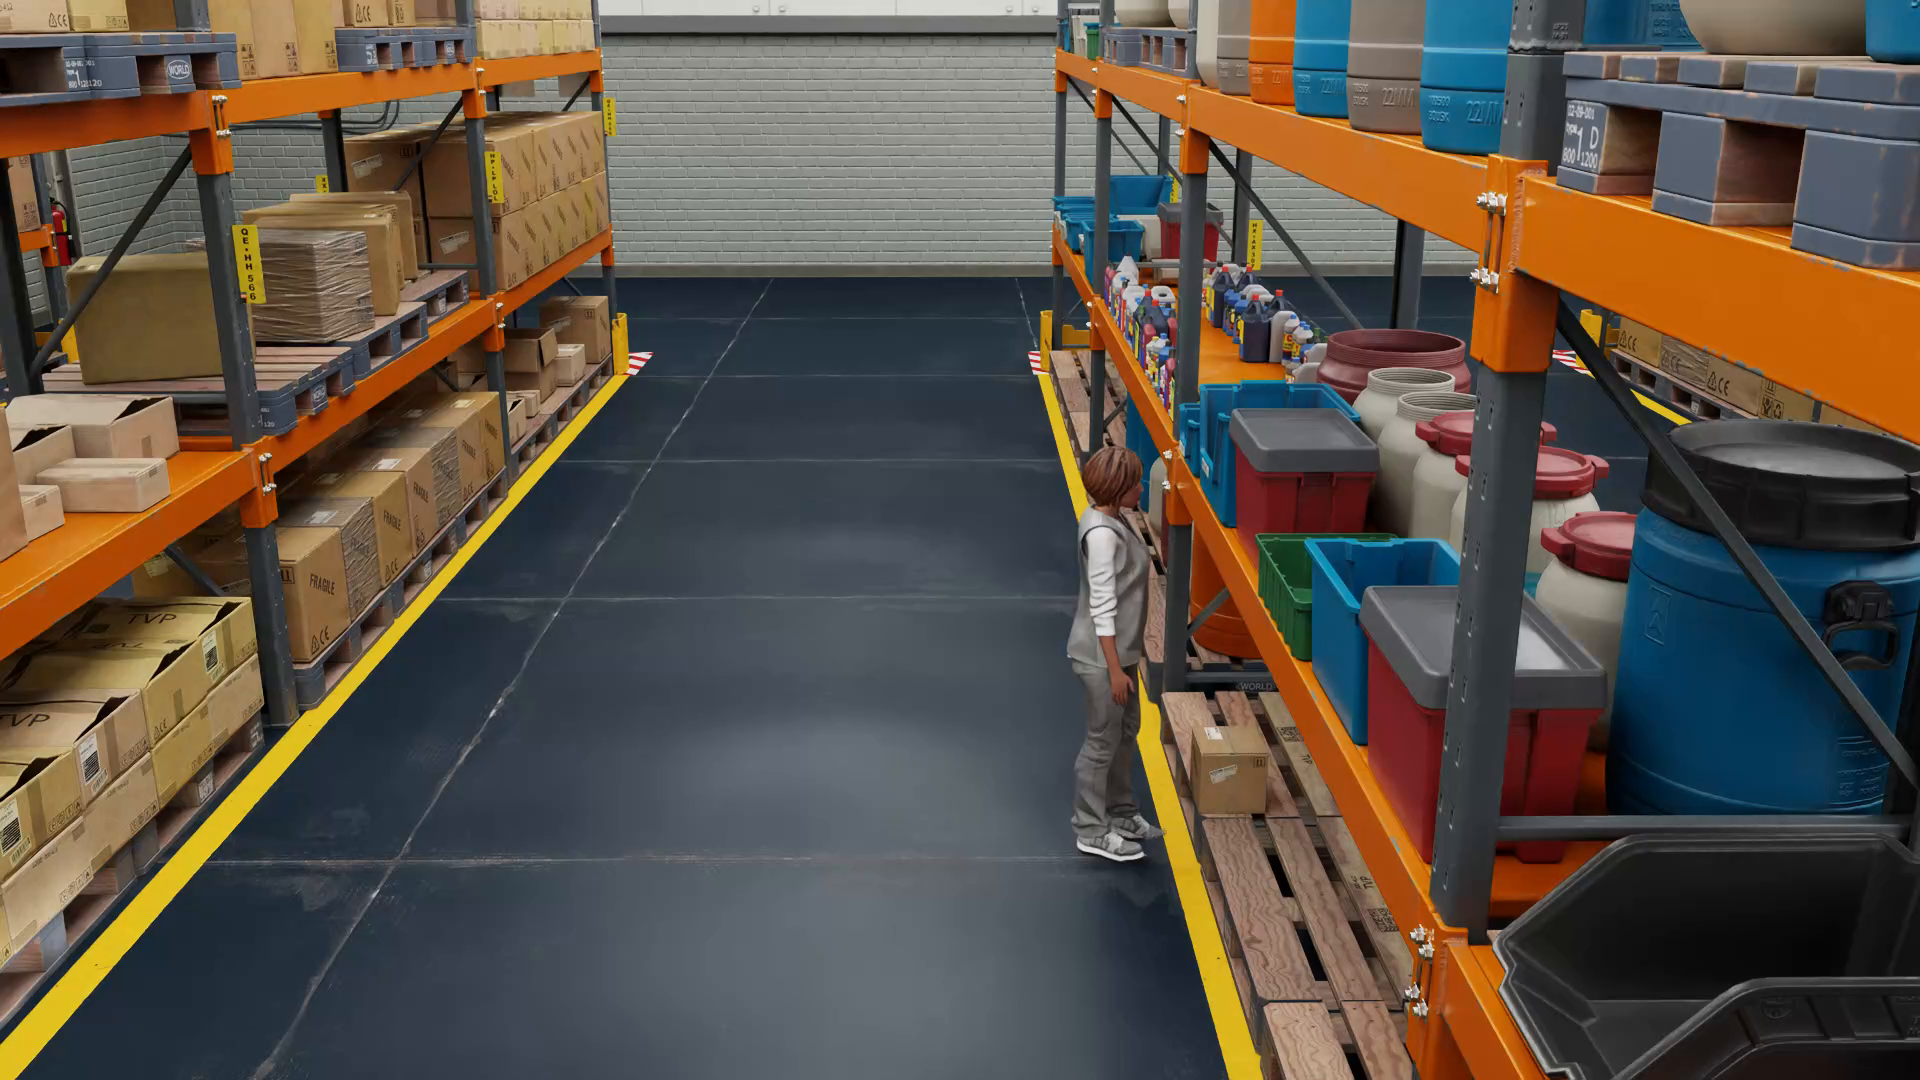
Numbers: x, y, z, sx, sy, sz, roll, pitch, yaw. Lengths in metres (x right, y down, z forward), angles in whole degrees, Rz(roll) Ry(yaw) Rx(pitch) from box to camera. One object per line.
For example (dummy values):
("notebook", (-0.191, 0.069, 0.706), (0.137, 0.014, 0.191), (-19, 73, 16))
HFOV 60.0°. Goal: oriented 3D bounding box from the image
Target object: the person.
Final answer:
("person", (0.590, 0.451, 6.173), (0.394, 1.641, 0.456), (3, 18, 8))
